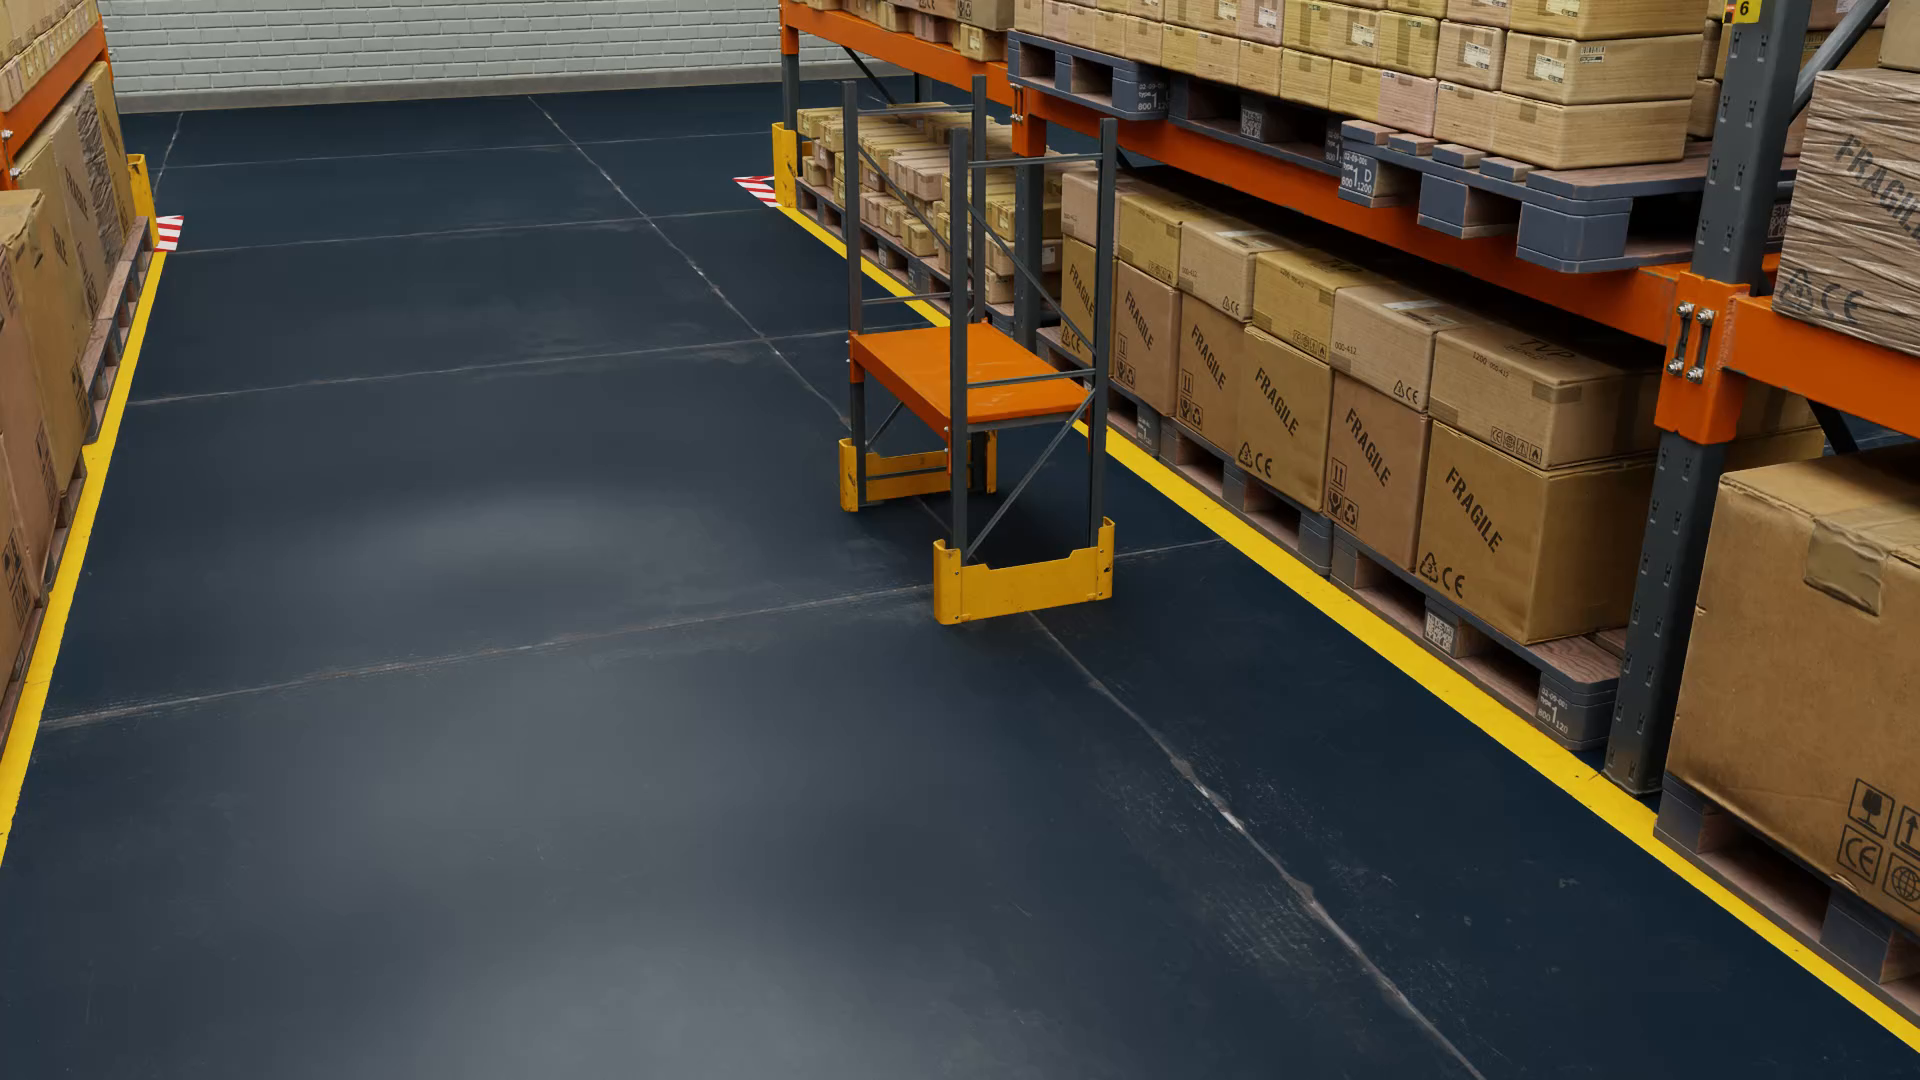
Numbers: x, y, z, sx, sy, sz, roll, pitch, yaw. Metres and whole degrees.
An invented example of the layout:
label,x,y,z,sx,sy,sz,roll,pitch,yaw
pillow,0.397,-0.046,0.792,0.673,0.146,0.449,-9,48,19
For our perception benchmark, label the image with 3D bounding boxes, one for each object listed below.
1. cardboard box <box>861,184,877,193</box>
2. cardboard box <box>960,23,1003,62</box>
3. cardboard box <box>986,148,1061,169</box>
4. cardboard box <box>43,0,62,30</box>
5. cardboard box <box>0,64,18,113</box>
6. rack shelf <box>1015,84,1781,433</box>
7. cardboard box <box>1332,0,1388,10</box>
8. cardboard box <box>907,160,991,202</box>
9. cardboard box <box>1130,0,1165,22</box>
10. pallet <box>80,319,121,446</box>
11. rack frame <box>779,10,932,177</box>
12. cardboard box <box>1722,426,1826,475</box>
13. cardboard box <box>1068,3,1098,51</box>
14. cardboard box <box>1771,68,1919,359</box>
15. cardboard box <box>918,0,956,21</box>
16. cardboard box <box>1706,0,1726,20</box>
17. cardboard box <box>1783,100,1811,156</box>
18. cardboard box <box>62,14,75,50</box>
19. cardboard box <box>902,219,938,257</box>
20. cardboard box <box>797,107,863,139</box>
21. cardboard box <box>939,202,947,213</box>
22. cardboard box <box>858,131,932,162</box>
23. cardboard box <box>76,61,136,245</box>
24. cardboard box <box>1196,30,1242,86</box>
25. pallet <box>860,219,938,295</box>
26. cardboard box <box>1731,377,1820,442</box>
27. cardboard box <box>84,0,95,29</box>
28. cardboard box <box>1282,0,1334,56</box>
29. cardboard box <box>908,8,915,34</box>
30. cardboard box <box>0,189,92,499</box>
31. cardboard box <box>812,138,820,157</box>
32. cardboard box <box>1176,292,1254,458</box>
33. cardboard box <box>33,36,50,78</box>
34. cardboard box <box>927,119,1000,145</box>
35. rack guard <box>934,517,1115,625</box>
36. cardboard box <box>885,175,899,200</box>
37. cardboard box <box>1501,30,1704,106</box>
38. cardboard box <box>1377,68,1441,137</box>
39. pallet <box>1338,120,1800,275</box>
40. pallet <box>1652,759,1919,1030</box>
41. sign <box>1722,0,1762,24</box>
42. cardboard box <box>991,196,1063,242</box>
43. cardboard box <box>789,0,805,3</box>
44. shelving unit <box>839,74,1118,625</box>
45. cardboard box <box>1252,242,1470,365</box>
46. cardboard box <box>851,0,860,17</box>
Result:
label,x,y,z,sx,sy,sz,roll,pitch,yaw
cardboard box,-0.362,-2.010,9.787,0.380,0.149,0.250,-8,24,-19
cardboard box,0.222,-2.306,7.684,0.380,0.149,0.250,-9,24,-20
cardboard box,0.330,-2.056,9.129,0.380,0.149,0.250,-9,25,-21
cardboard box,-4.388,-2.452,7.515,0.500,0.250,0.500,-8,24,-19
cardboard box,-3.734,-1.665,6.163,0.380,0.149,0.250,-8,24,-19
rack shelf,1.442,-1.214,5.694,1.077,0.370,4.000,-8,24,-19
cardboard box,1.269,-1.569,4.627,0.380,0.149,0.250,-8,24,-17
cardboard box,-0.057,-1.887,8.729,0.380,0.149,0.250,-10,25,-22
cardboard box,0.819,-1.901,5.798,0.380,0.149,0.250,-7,24,-17
pallet,-4.136,-0.630,6.973,1.003,0.211,1.213,-8,24,-19
rack frame,-0.678,-3.725,10.727,1.000,3.000,0.127,-8,24,-19
cardboard box,2.137,-0.152,4.927,0.500,0.500,0.500,-9,25,-21
cardboard box,0.632,-1.952,6.302,0.380,0.149,0.250,-8,24,-19
cardboard box,2.054,-0.664,3.336,0.500,0.500,0.500,-8,24,-18
cardboard box,0.118,-2.781,7.974,0.500,0.500,0.500,-9,24,-20
cardboard box,2.069,-1.462,4.374,0.380,0.149,0.250,-9,24,-20
cardboard box,2.179,-1.087,4.249,0.380,0.149,0.250,-9,24,-20
cardboard box,-4.465,-2.416,7.945,0.380,0.149,0.250,-8,24,-19
cardboard box,-0.088,-1.624,8.870,0.380,0.149,0.250,-8,24,-19
cardboard box,-0.811,-2.642,10.521,0.380,0.149,0.250,-10,25,-21
cardboard box,0.111,-1.656,8.563,0.380,0.149,0.250,-8,24,-19
cardboard box,-0.377,-2.269,9.635,0.380,0.149,0.250,-7,24,-17
cardboard box,-5.053,-2.074,9.005,0.875,0.875,0.875,-8,24,-19
cardboard box,0.996,-1.578,5.414,0.380,0.149,0.250,-10,25,-21
pallet,0.030,-1.670,9.441,1.003,0.211,1.213,-8,24,-19
cardboard box,2.131,-0.490,4.762,0.500,0.250,0.500,-9,25,-21
cardboard box,-4.826,-2.787,8.825,0.380,0.149,0.250,-8,24,-18
cardboard box,1.183,-1.524,4.904,0.380,0.149,0.250,-9,24,-19
cardboard box,-0.048,-2.703,8.625,0.380,0.149,0.250,-9,24,-20
cardboard box,-3.696,-0.613,5.537,1.225,0.875,0.875,-8,24,-19
cardboard box,-0.733,-2.517,10.606,0.380,0.149,0.250,-7,24,-17
cardboard box,1.134,-0.628,6.056,0.500,0.500,0.500,-8,24,-18
cardboard box,-4.105,-2.045,7.063,0.380,0.149,0.250,-9,24,-20
cardboard box,0.024,-2.443,10.048,0.380,0.149,0.250,-9,25,-21
rack guard,0.203,0.093,5.206,0.587,0.250,0.087,-8,24,-19
cardboard box,-0.213,-2.048,9.494,0.380,0.149,0.250,-7,24,-16
cardboard box,1.548,-1.150,4.017,0.380,0.149,0.250,-8,24,-18
cardboard box,1.367,-1.196,4.509,0.380,0.149,0.250,-8,24,-18
pallet,1.797,-0.974,4.447,1.213,0.211,1.003,-8,24,-19
pallet,2.356,0.763,3.667,1.003,0.211,1.213,-8,24,-19
sign,1.644,-1.238,3.436,0.100,0.325,0.005,-8,24,-19
cardboard box,0.366,-1.519,7.857,0.380,0.149,0.250,-8,24,-17
cardboard box,-0.870,-3.447,10.389,0.380,0.149,0.250,-9,24,-19
shelving unit,0.027,-0.663,5.393,0.587,1.500,1.083,-8,24,-19
cardboard box,1.308,-0.787,5.468,0.500,0.250,0.500,-8,24,-18
cardboard box,-0.404,-3.078,9.514,0.380,0.149,0.250,-9,24,-20
